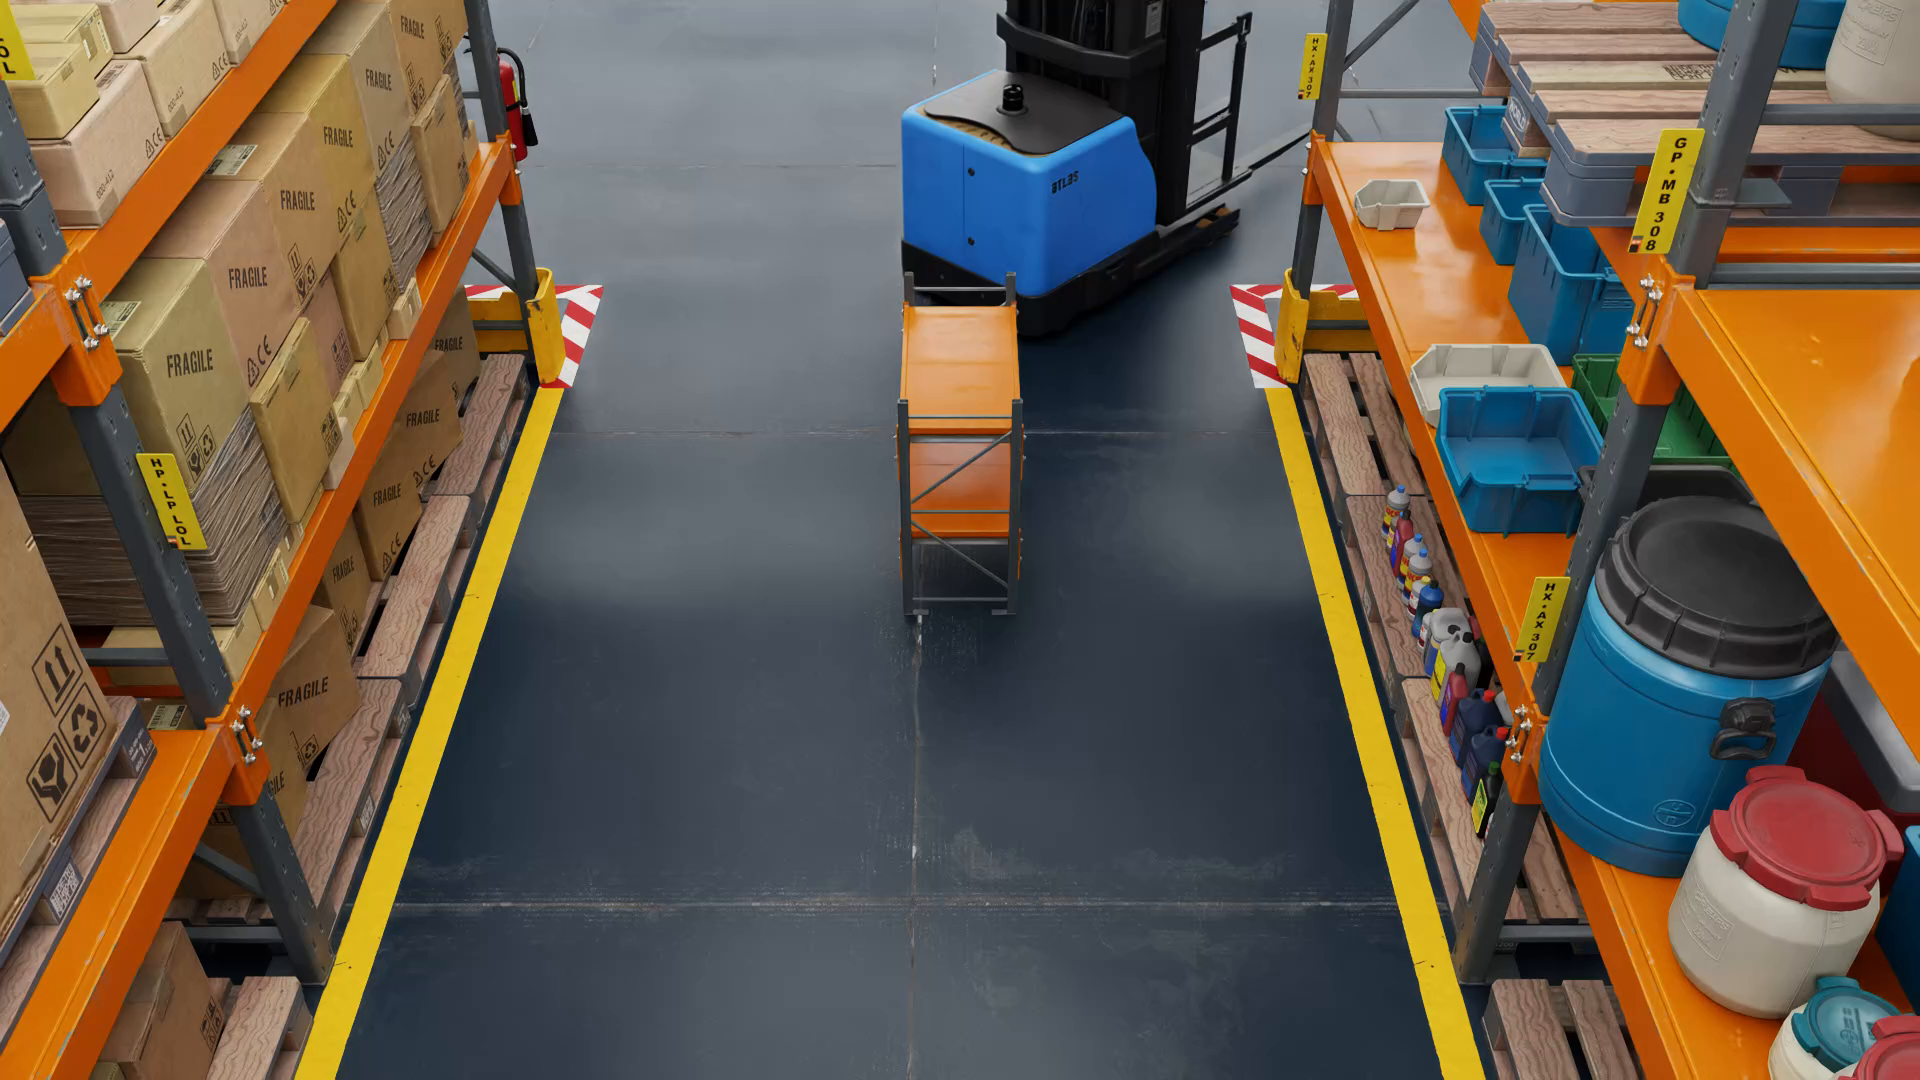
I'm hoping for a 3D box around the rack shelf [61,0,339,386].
[{"bbox_3d":[-2.715,-1.789,5.760,1.077,0.370,4.000,0,39,0],"label":"rack shelf"}]

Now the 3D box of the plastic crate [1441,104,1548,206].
[{"bbox_3d":[2.536,-1.782,7.694,0.499,0.251,0.616,0,39,0],"label":"plastic crate"}]

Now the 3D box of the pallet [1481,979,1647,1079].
[{"bbox_3d":[2.280,1.927,5.176,1.003,0.211,1.213,0,39,0],"label":"pallet"}]

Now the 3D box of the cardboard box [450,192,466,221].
[{"bbox_3d":[-2.459,-1.561,7.500,0.380,0.149,0.250,0,39,0],"label":"cardboard box"}]

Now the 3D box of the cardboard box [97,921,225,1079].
[{"bbox_3d":[-2.733,1.540,5.077,0.700,0.500,0.500,-3,39,-4],"label":"cardboard box"}]

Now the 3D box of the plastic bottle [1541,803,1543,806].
[{"bbox_3d":[2.096,0.808,6.110,0.144,0.351,0.185,0,39,0],"label":"plastic bottle"}]

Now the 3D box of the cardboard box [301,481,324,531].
[{"bbox_3d":[-2.437,-0.154,5.744,0.380,0.149,0.250,0,39,0],"label":"cardboard box"}]

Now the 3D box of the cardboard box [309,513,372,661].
[{"bbox_3d":[-2.760,0.167,6.806,0.500,0.500,0.500,-3,39,-4],"label":"cardboard box"}]

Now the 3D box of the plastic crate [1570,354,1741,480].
[{"bbox_3d":[2.521,-0.418,6.043,0.450,0.188,0.662,0,39,0],"label":"plastic crate"}]

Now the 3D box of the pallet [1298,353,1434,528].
[{"bbox_3d":[2.279,-0.509,8.217,1.003,0.211,1.213,0,39,0],"label":"pallet"}]

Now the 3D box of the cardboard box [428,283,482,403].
[{"bbox_3d":[-2.733,-0.947,8.197,0.500,0.500,0.500,7,39,8],"label":"cardboard box"}]

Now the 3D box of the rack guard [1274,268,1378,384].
[{"bbox_3d":[2.283,-1.130,8.761,1.175,0.500,0.348,0,39,0],"label":"rack guard"}]

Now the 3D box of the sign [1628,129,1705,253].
[{"bbox_3d":[1.690,-0.832,3.984,0.100,0.325,0.005,0,39,0],"label":"sign"}]

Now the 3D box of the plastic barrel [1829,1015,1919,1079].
[{"bbox_3d":[2.023,1.352,3.555,0.433,0.535,0.433,0,39,0],"label":"plastic barrel"}]

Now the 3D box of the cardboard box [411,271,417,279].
[{"bbox_3d":[-2.492,-1.092,6.915,0.380,0.149,0.250,0,39,0],"label":"cardboard box"}]

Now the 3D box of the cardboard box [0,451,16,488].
[{"bbox_3d":[-2.988,-0.475,4.826,0.500,0.500,0.500,0,39,0],"label":"cardboard box"}]

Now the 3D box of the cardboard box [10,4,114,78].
[{"bbox_3d":[-2.473,-1.286,4.358,0.380,0.149,0.250,-2,39,-2],"label":"cardboard box"}]

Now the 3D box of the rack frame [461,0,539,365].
[{"bbox_3d":[-2.717,-2.150,8.034,1.000,3.000,0.127,0,39,0],"label":"rack frame"}]

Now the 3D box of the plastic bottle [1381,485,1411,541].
[{"bbox_3d":[1.926,-0.126,7.339,0.097,0.271,0.097,0,39,0],"label":"plastic bottle"}]

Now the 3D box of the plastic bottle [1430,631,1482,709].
[{"bbox_3d":[1.951,0.486,6.512,0.144,0.351,0.185,0,39,0],"label":"plastic bottle"}]

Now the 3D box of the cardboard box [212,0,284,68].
[{"bbox_3d":[-2.452,-1.683,5.173,0.500,0.250,0.500,-1,39,-2],"label":"cardboard box"}]

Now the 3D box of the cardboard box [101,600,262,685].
[{"bbox_3d":[-2.412,0.315,5.159,0.380,0.149,0.250,0,39,0],"label":"cardboard box"}]

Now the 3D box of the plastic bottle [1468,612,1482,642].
[{"bbox_3d":[2.061,0.410,6.660,0.061,0.283,0.133,0,39,0],"label":"plastic bottle"}]

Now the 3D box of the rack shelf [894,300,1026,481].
[{"bbox_3d":[0.000,-0.663,7.210,0.538,0.278,1.000,0,39,0],"label":"rack shelf"}]

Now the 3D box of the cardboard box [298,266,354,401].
[{"bbox_3d":[-2.718,-0.710,5.919,0.875,0.500,0.500,0,39,0],"label":"cardboard box"}]

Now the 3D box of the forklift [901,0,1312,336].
[{"bbox_3d":[1.034,-3.084,9.255,1.130,2.935,3.031,30,47,32],"label":"forklift"}]

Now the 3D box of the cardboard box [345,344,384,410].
[{"bbox_3d":[-2.427,-0.623,6.329,0.380,0.149,0.250,0,39,0],"label":"cardboard box"}]

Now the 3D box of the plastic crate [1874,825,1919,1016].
[{"bbox_3d":[2.553,1.044,4.061,0.392,0.384,0.575,0,39,0],"label":"plastic crate"}]

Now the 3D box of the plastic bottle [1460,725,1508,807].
[{"bbox_3d":[1.952,0.808,6.110,0.144,0.351,0.185,-1,39,-1],"label":"plastic bottle"}]

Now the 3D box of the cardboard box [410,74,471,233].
[{"bbox_3d":[-2.623,-1.648,7.090,0.875,0.500,0.500,0,39,0],"label":"cardboard box"}]

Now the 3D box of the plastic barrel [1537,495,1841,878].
[{"bbox_3d":[1.938,0.394,4.458,0.600,0.901,0.708,0,39,0],"label":"plastic barrel"}]

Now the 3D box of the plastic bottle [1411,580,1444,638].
[{"bbox_3d":[1.927,0.278,6.835,0.097,0.271,0.097,0,39,0],"label":"plastic bottle"}]

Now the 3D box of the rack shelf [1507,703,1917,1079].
[{"bbox_3d":[2.243,1.880,3.581,1.077,0.370,4.000,0,39,0],"label":"rack shelf"}]

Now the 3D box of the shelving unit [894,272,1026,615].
[{"bbox_3d":[0.000,-0.435,7.393,0.538,1.125,1.048,0,39,0],"label":"shelving unit"}]

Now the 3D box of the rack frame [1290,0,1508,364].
[{"bbox_3d":[2.236,-2.153,8.038,1.000,3.000,0.127,0,39,0],"label":"rack frame"}]

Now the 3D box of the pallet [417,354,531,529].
[{"bbox_3d":[-2.751,-0.506,8.212,1.003,0.211,1.213,0,39,0],"label":"pallet"}]

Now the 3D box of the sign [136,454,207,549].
[{"bbox_3d":[-2.157,-0.103,4.554,0.100,0.325,0.005,0,39,0],"label":"sign"}]

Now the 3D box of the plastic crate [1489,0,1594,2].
[{"bbox_3d":[1.834,-1.723,5.313,0.243,0.136,0.396,0,39,0],"label":"plastic crate"}]

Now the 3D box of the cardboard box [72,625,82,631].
[{"bbox_3d":[-2.997,0.159,5.353,0.380,0.149,0.250,0,39,0],"label":"cardboard box"}]

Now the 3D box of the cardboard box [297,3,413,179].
[{"bbox_3d":[-2.465,-1.726,6.387,0.500,0.500,0.500,0,39,0],"label":"cardboard box"}]

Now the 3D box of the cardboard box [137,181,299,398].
[{"bbox_3d":[-2.461,-0.788,5.217,0.500,0.500,0.500,0,39,0],"label":"cardboard box"}]

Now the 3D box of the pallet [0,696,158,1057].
[{"bbox_3d":[-2.857,0.905,4.376,1.003,0.211,1.213,0,39,0],"label":"pallet"}]

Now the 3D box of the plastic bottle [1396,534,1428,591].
[{"bbox_3d":[1.927,0.088,7.071,0.097,0.271,0.097,0,39,0],"label":"plastic bottle"}]
